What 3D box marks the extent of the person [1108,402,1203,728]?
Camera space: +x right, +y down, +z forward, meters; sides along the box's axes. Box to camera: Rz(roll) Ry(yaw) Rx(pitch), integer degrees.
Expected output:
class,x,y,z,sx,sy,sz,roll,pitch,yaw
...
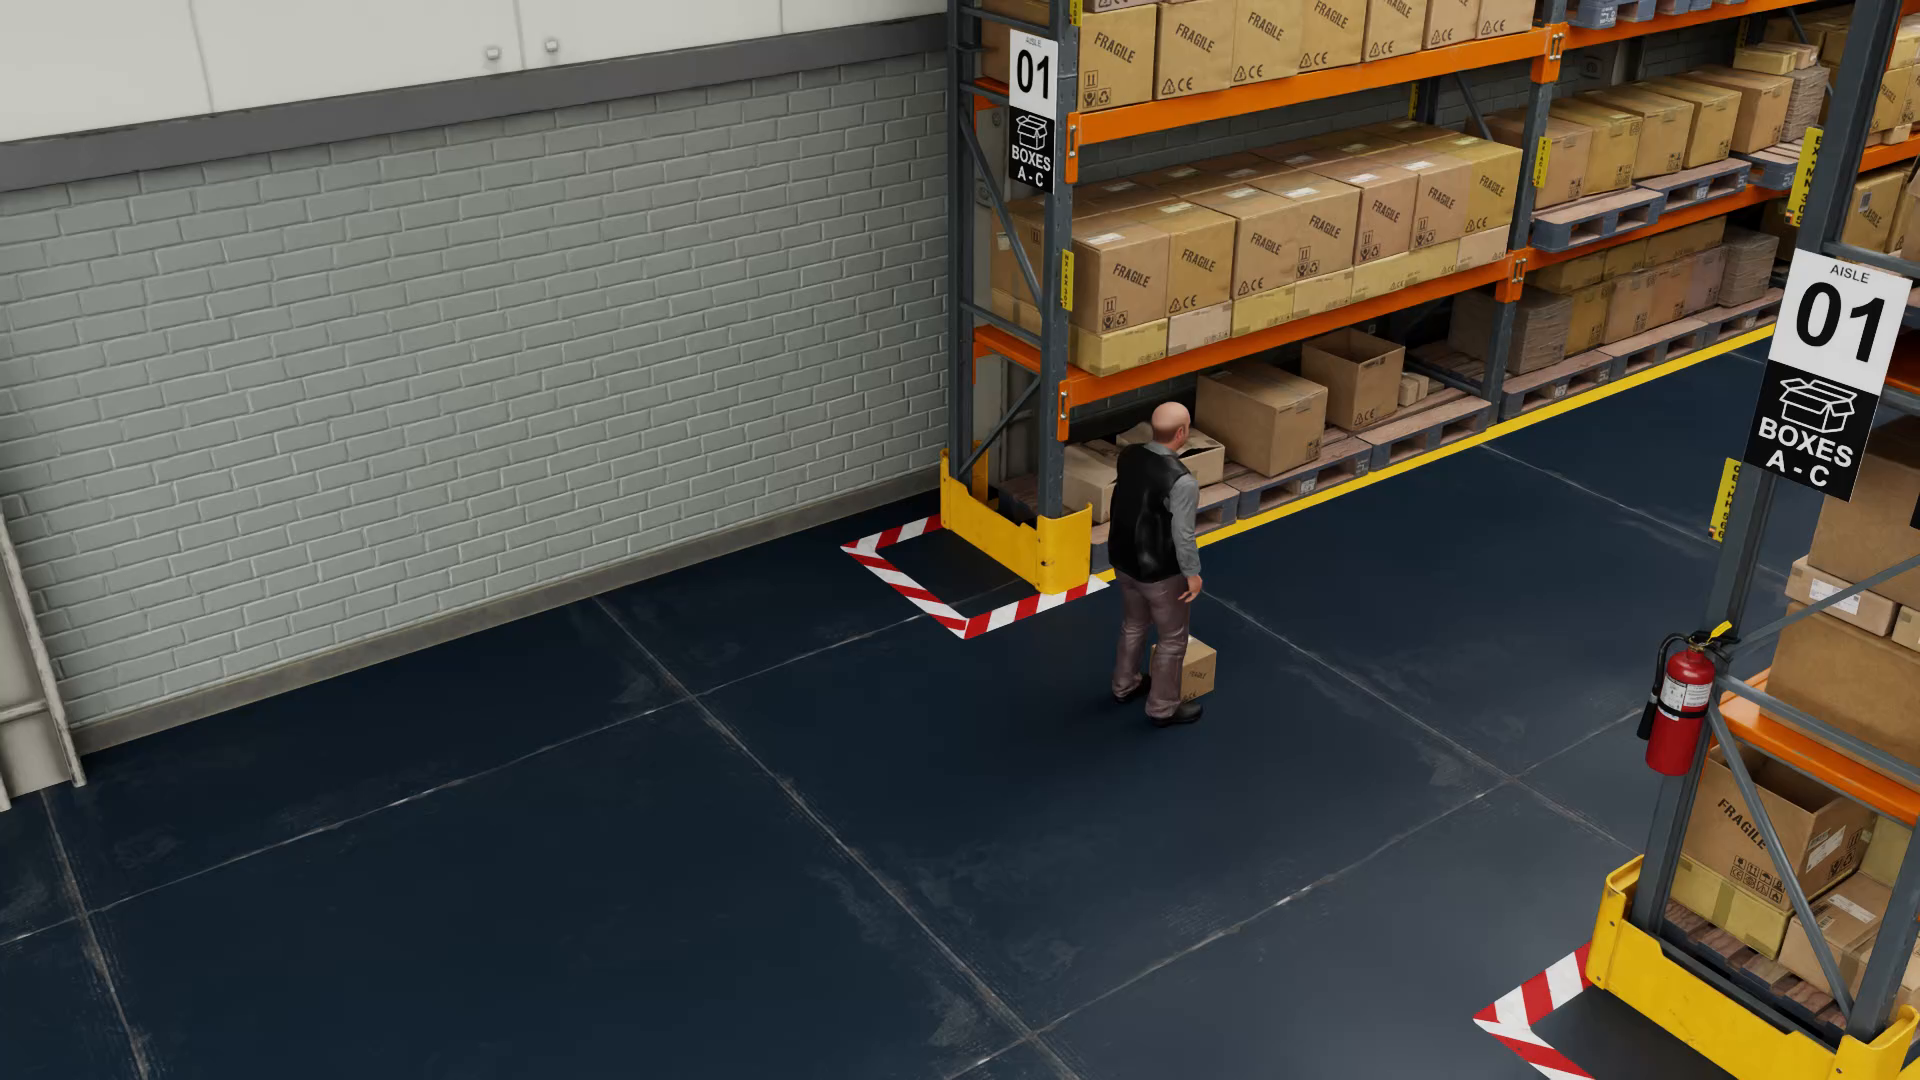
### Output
class,x,y,z,sx,sy,sz,roll,pitch,yaw
person,0.971,0.122,8.423,0.416,1.721,0.580,-19,34,-31
